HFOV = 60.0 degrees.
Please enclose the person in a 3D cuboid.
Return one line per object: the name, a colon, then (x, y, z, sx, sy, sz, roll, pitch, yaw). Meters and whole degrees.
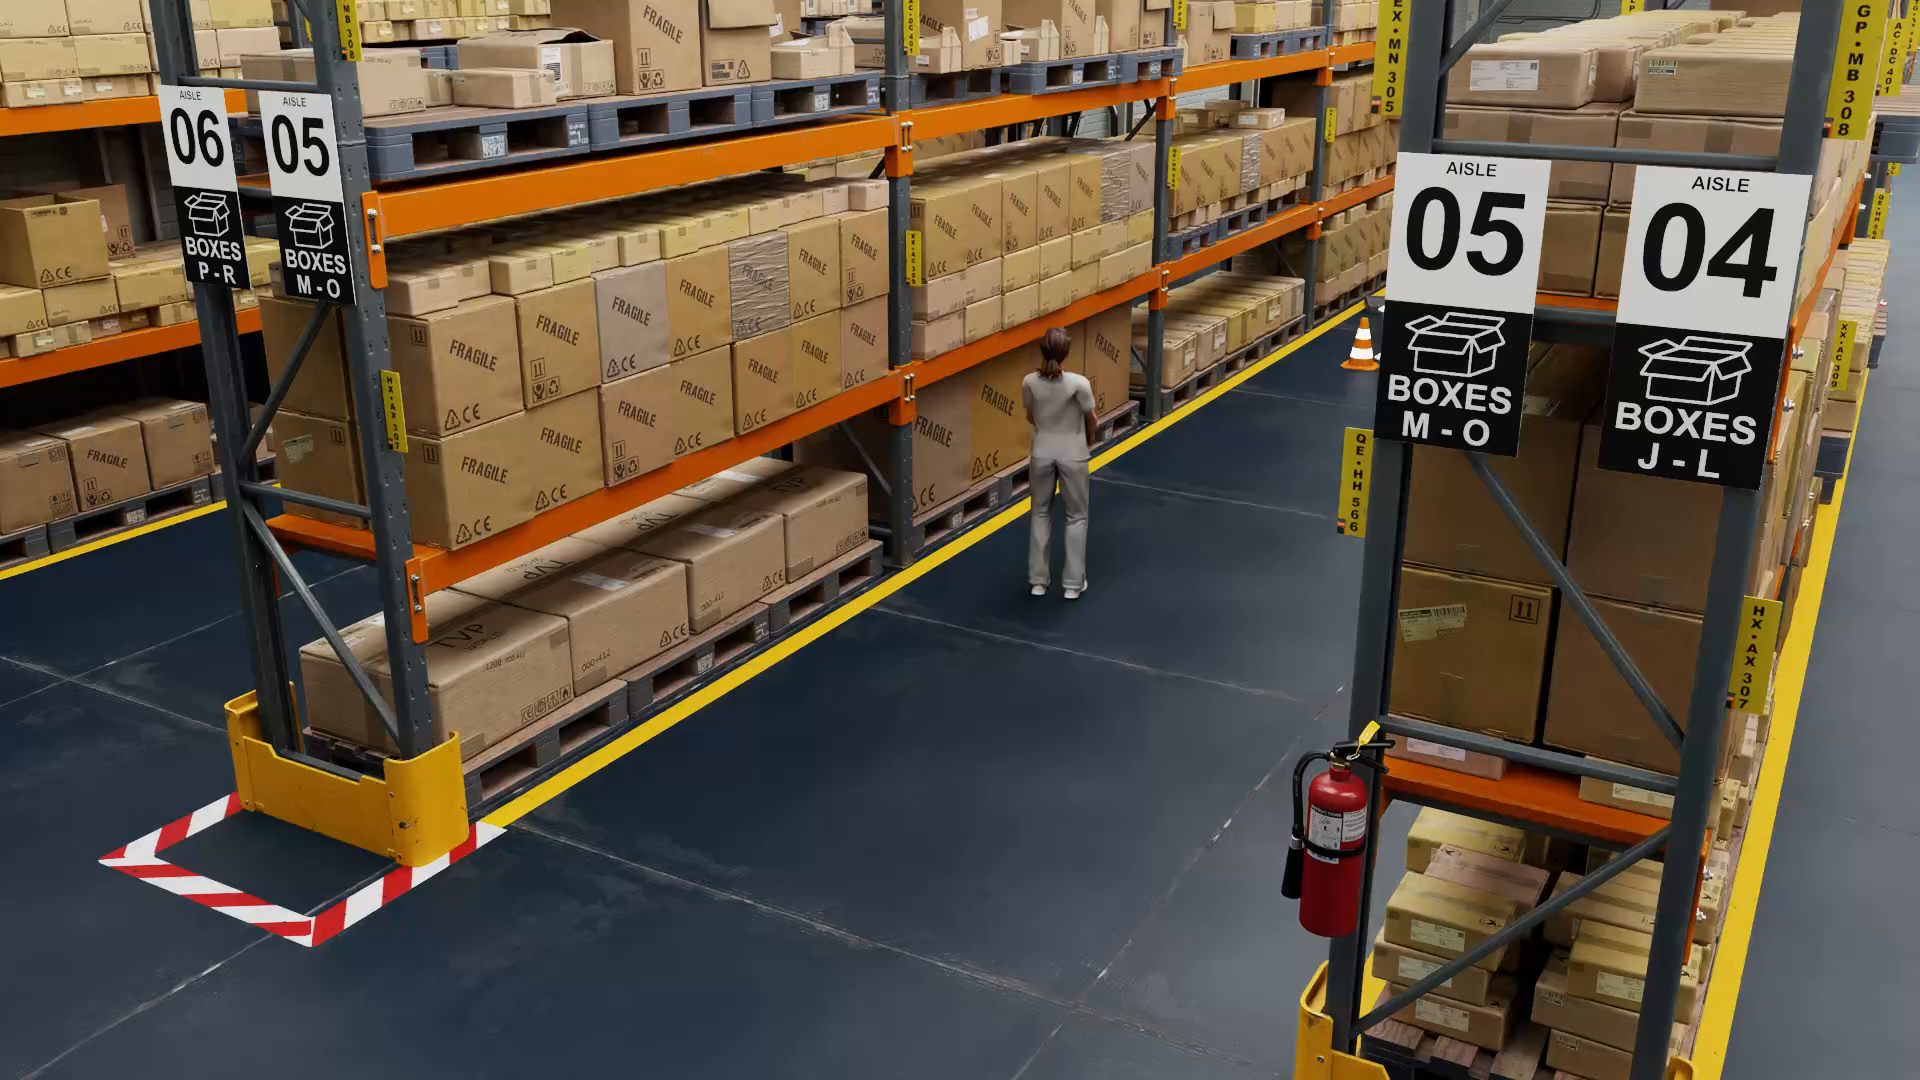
person: (0.601, -0.487, 9.962, 0.438, 1.662, 0.560, 6, 20, 15)
